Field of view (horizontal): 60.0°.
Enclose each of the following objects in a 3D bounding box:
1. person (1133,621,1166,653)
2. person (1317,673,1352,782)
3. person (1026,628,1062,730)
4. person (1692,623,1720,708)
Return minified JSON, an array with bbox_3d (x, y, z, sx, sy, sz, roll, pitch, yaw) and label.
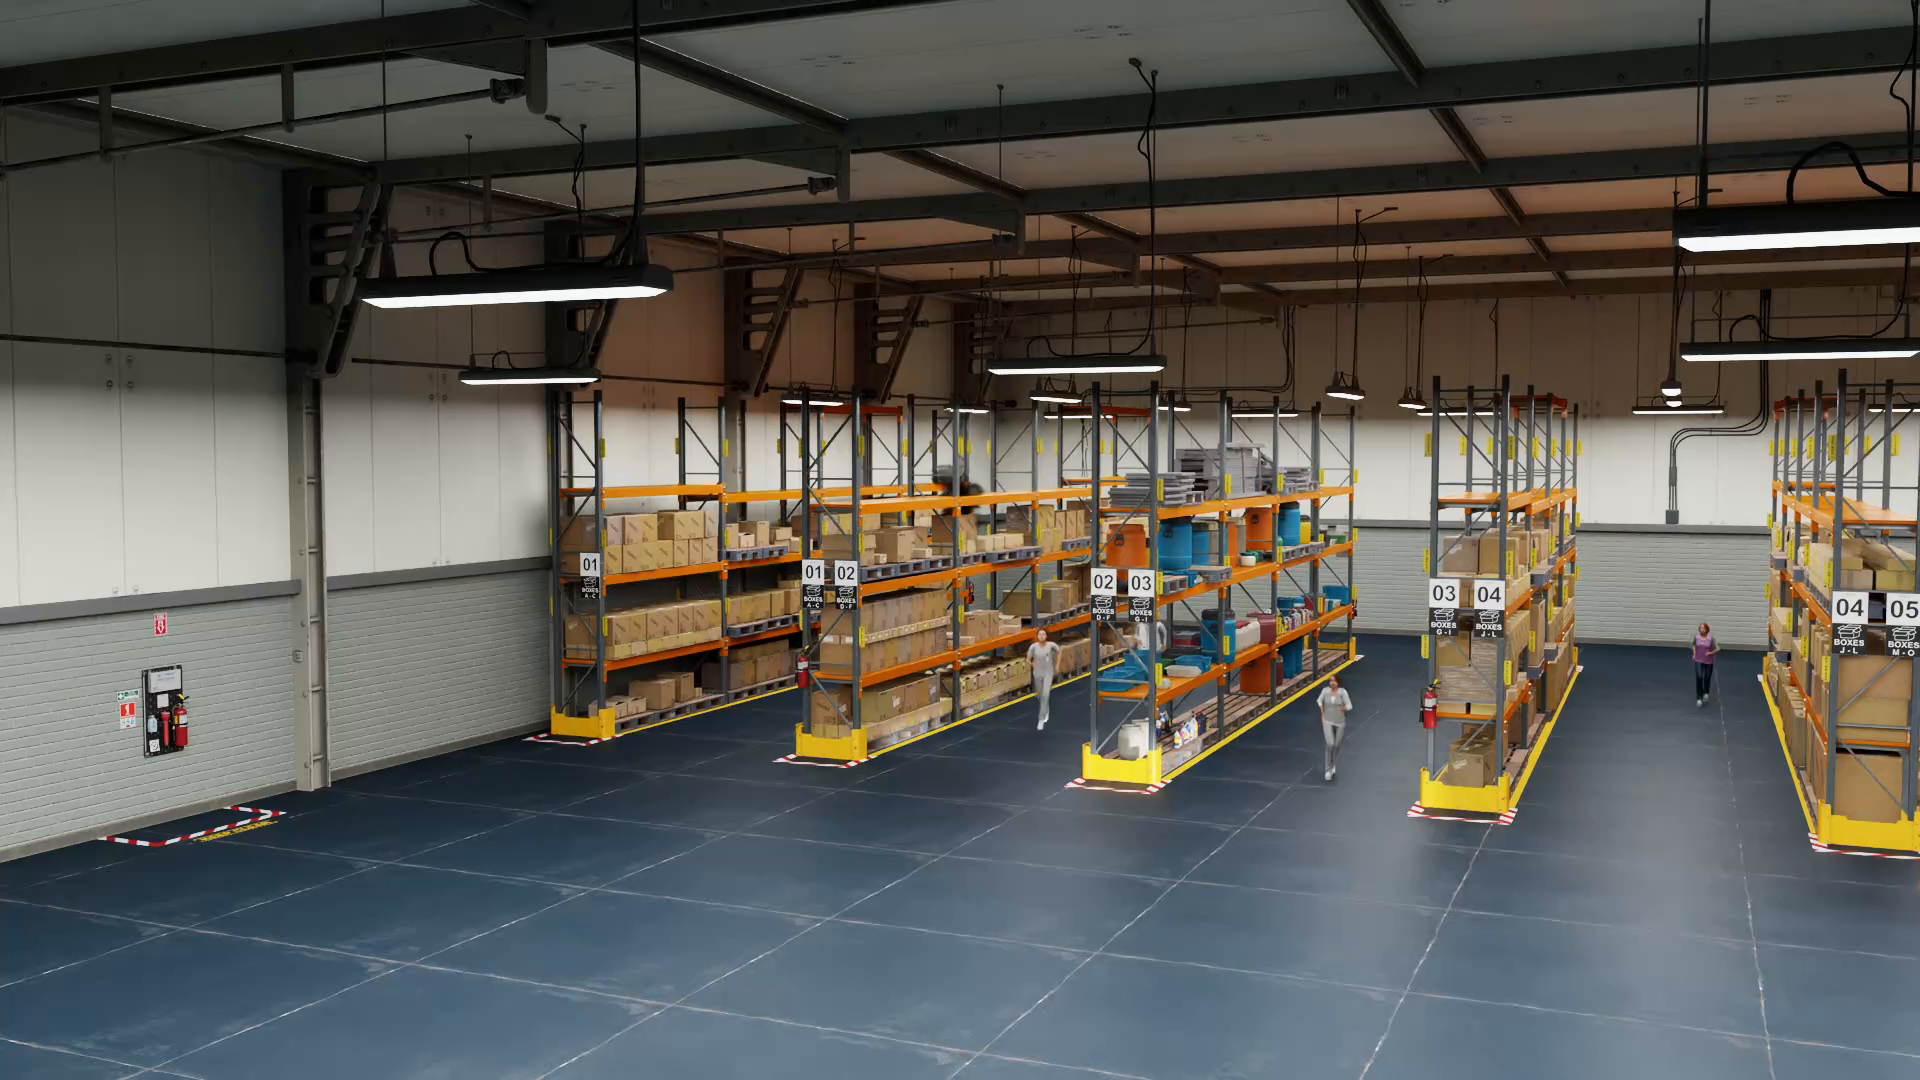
[{"bbox_3d":[3.643,2.122,32.022,0.669,1.715,0.559,1,3,21],"label":"person"},{"bbox_3d":[5.667,2.827,25.144,0.506,1.644,0.704,1,3,10],"label":"person"},{"bbox_3d":[1.437,2.356,28.632,0.597,1.707,0.882,1,3,9],"label":"person"},{"bbox_3d":[14.511,2.416,32.373,0.528,1.635,0.723,2,4,29],"label":"person"}]
